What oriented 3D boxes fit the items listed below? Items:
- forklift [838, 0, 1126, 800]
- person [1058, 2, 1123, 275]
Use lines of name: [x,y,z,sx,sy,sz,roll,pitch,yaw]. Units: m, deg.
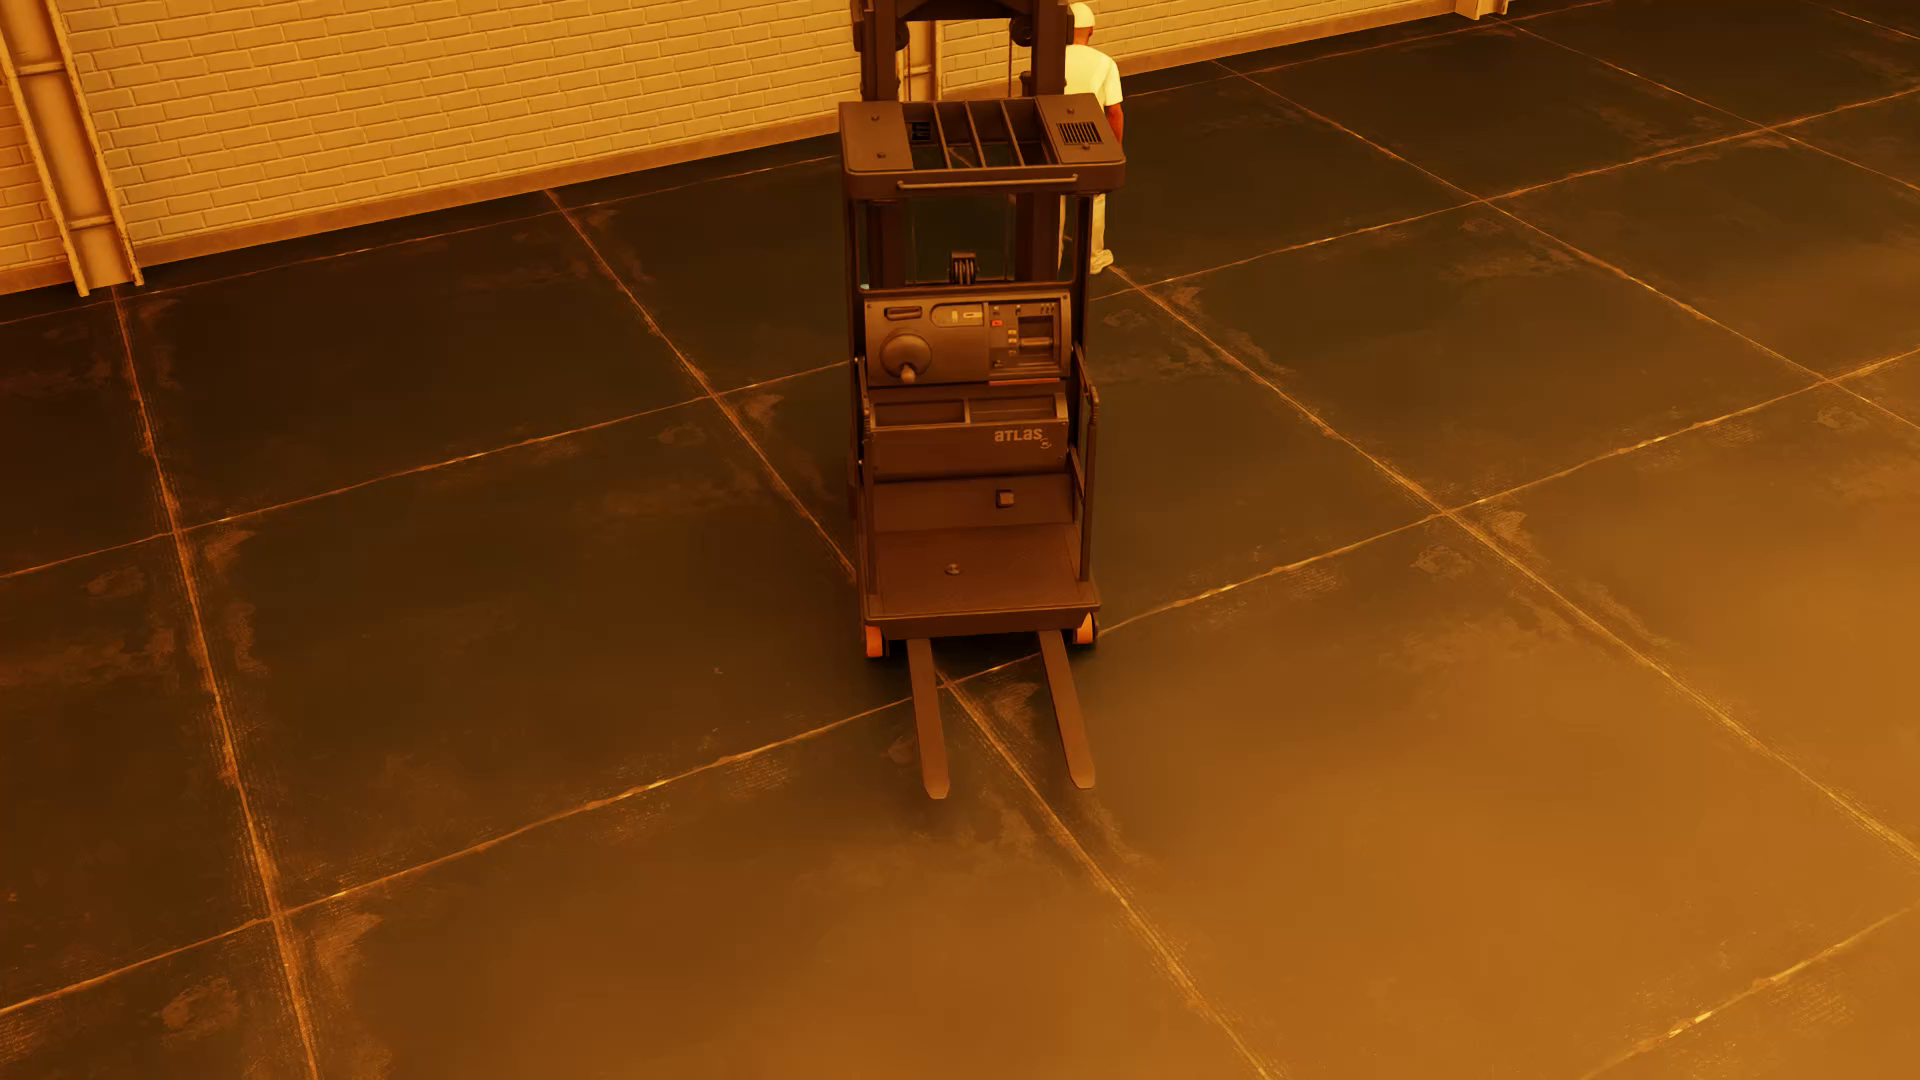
forklift: [0.061,-0.846,7.320,1.130,2.935,3.031,-3,35,-5]
person: [0.750,-2.588,10.806,0.626,1.755,0.462,7,36,10]
